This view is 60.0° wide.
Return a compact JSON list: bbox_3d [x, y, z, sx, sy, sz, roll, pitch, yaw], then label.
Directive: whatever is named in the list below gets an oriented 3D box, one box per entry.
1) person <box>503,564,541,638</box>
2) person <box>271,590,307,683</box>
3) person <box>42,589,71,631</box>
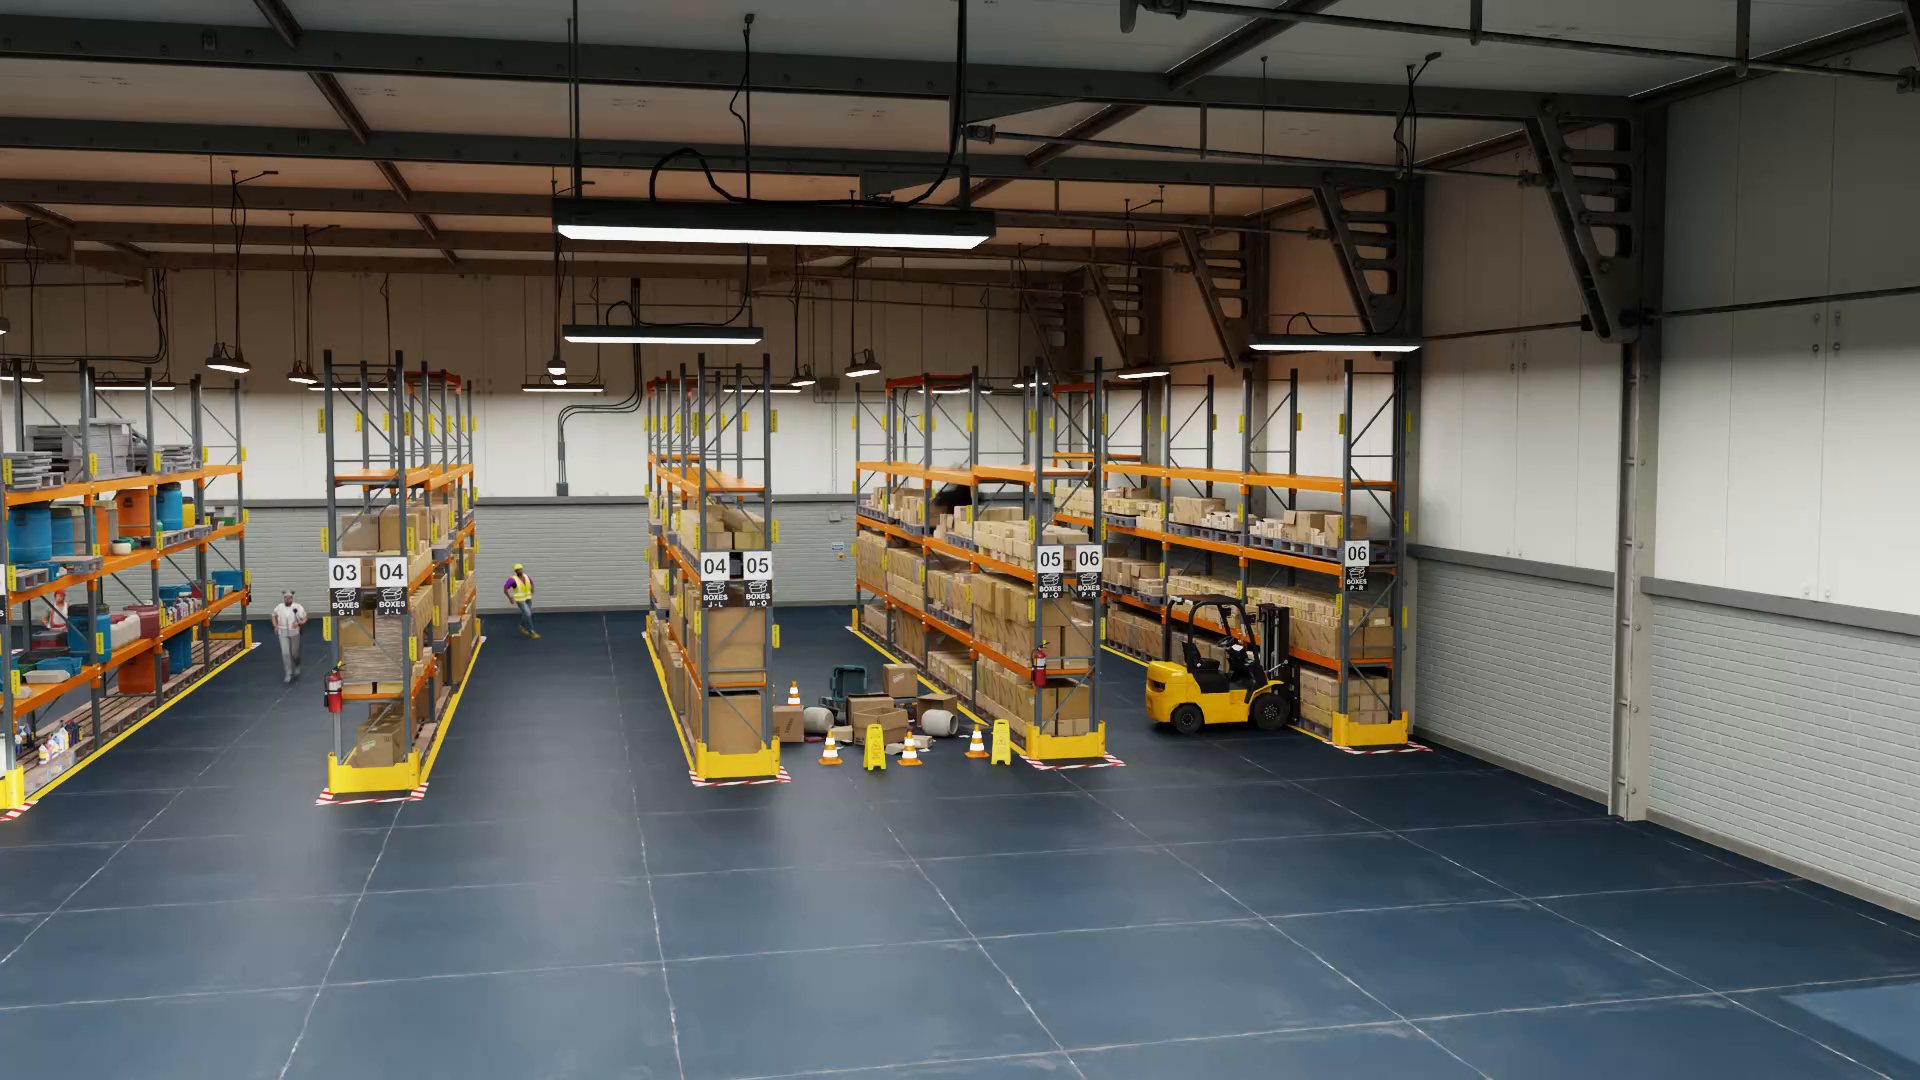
[{"bbox_3d":[-10.221,1.416,38.881,0.874,1.737,0.759,3,5,39],"label":"person"},{"bbox_3d":[-13.144,1.855,32.589,0.666,1.790,0.825,-1,4,-16],"label":"person"},{"bbox_3d":[-17.747,1.845,32.828,0.645,1.749,0.714,-2,4,-23],"label":"person"}]
